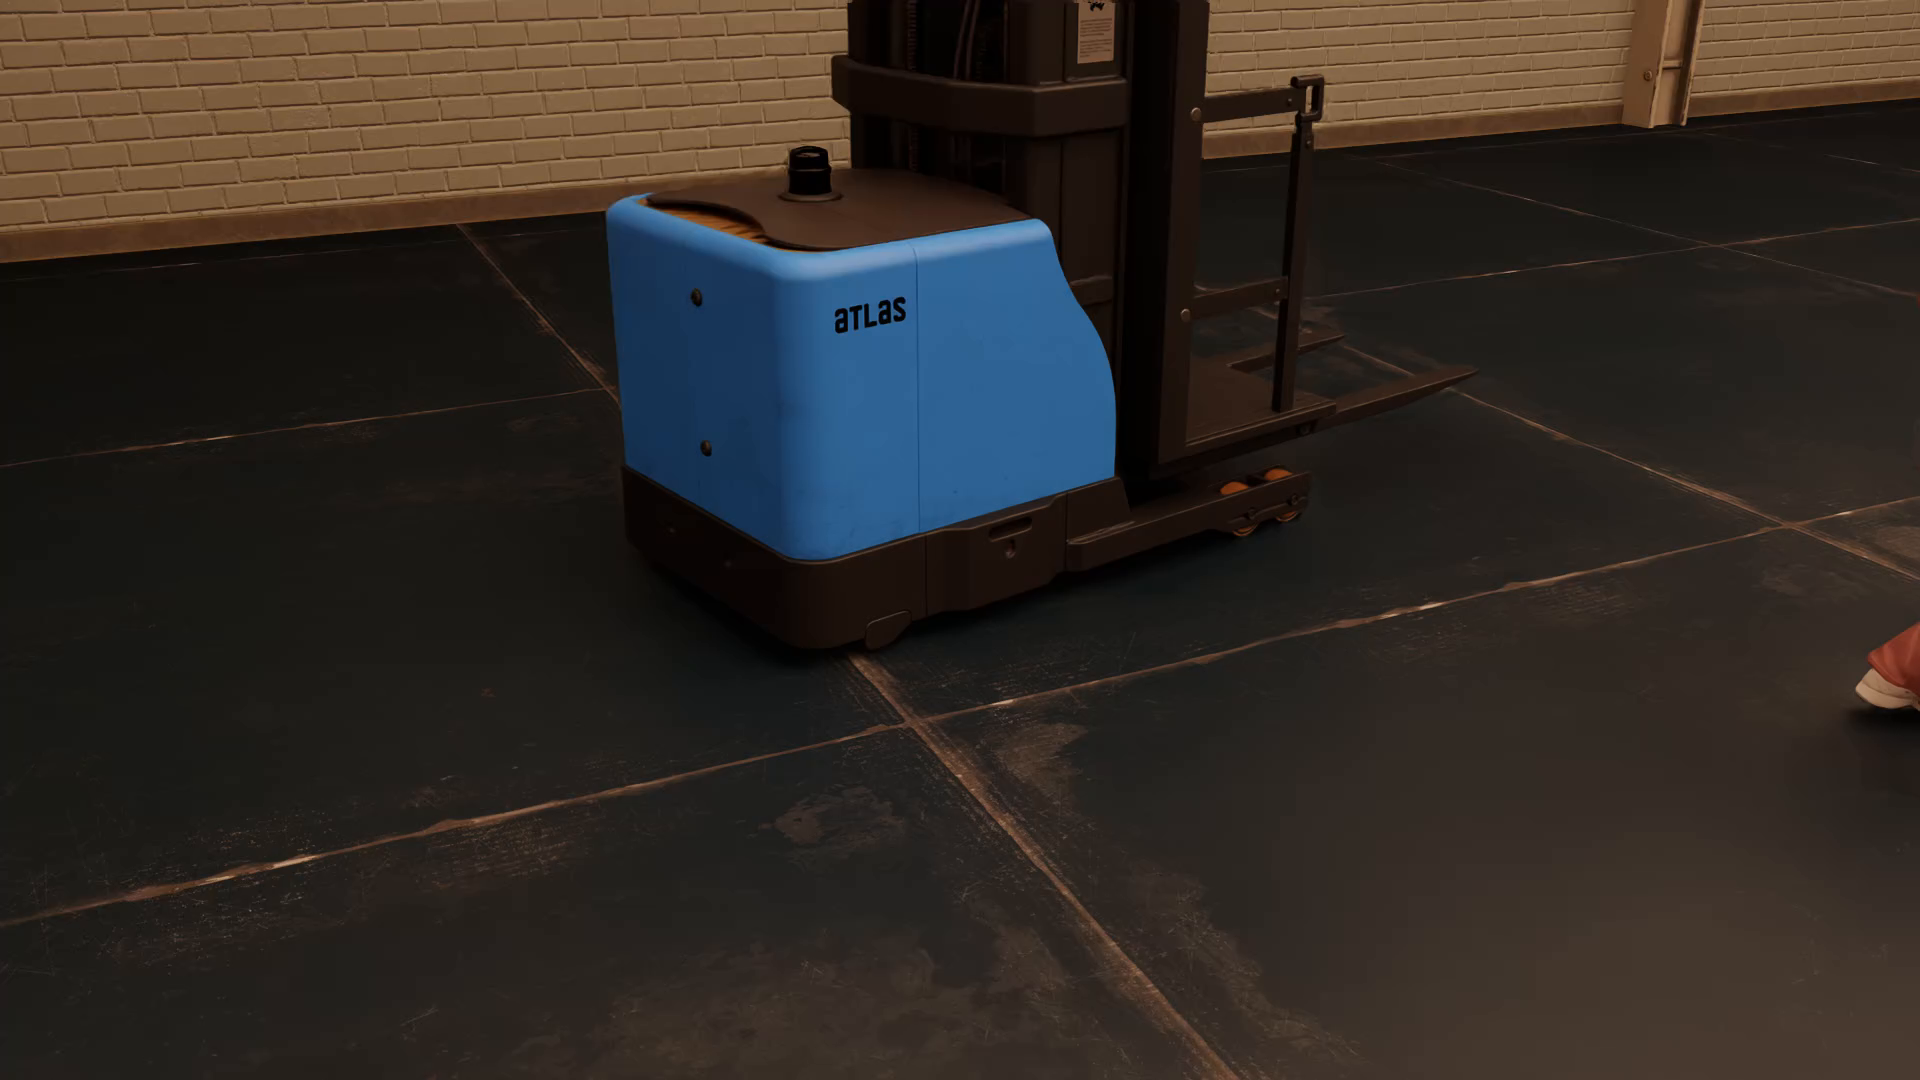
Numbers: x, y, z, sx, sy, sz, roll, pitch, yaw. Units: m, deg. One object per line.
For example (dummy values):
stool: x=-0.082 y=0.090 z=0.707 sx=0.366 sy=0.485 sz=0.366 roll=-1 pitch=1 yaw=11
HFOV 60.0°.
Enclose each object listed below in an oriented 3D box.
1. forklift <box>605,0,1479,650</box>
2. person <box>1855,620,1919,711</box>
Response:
forklift: x=0.480 y=-1.507 z=4.914 sx=3.031 sy=2.935 sz=1.130 roll=-17 pitch=28 yaw=-35
person: x=2.415 y=-0.119 z=3.517 sx=0.473 sy=1.567 sz=0.913 roll=-1 pitch=23 yaw=-3
